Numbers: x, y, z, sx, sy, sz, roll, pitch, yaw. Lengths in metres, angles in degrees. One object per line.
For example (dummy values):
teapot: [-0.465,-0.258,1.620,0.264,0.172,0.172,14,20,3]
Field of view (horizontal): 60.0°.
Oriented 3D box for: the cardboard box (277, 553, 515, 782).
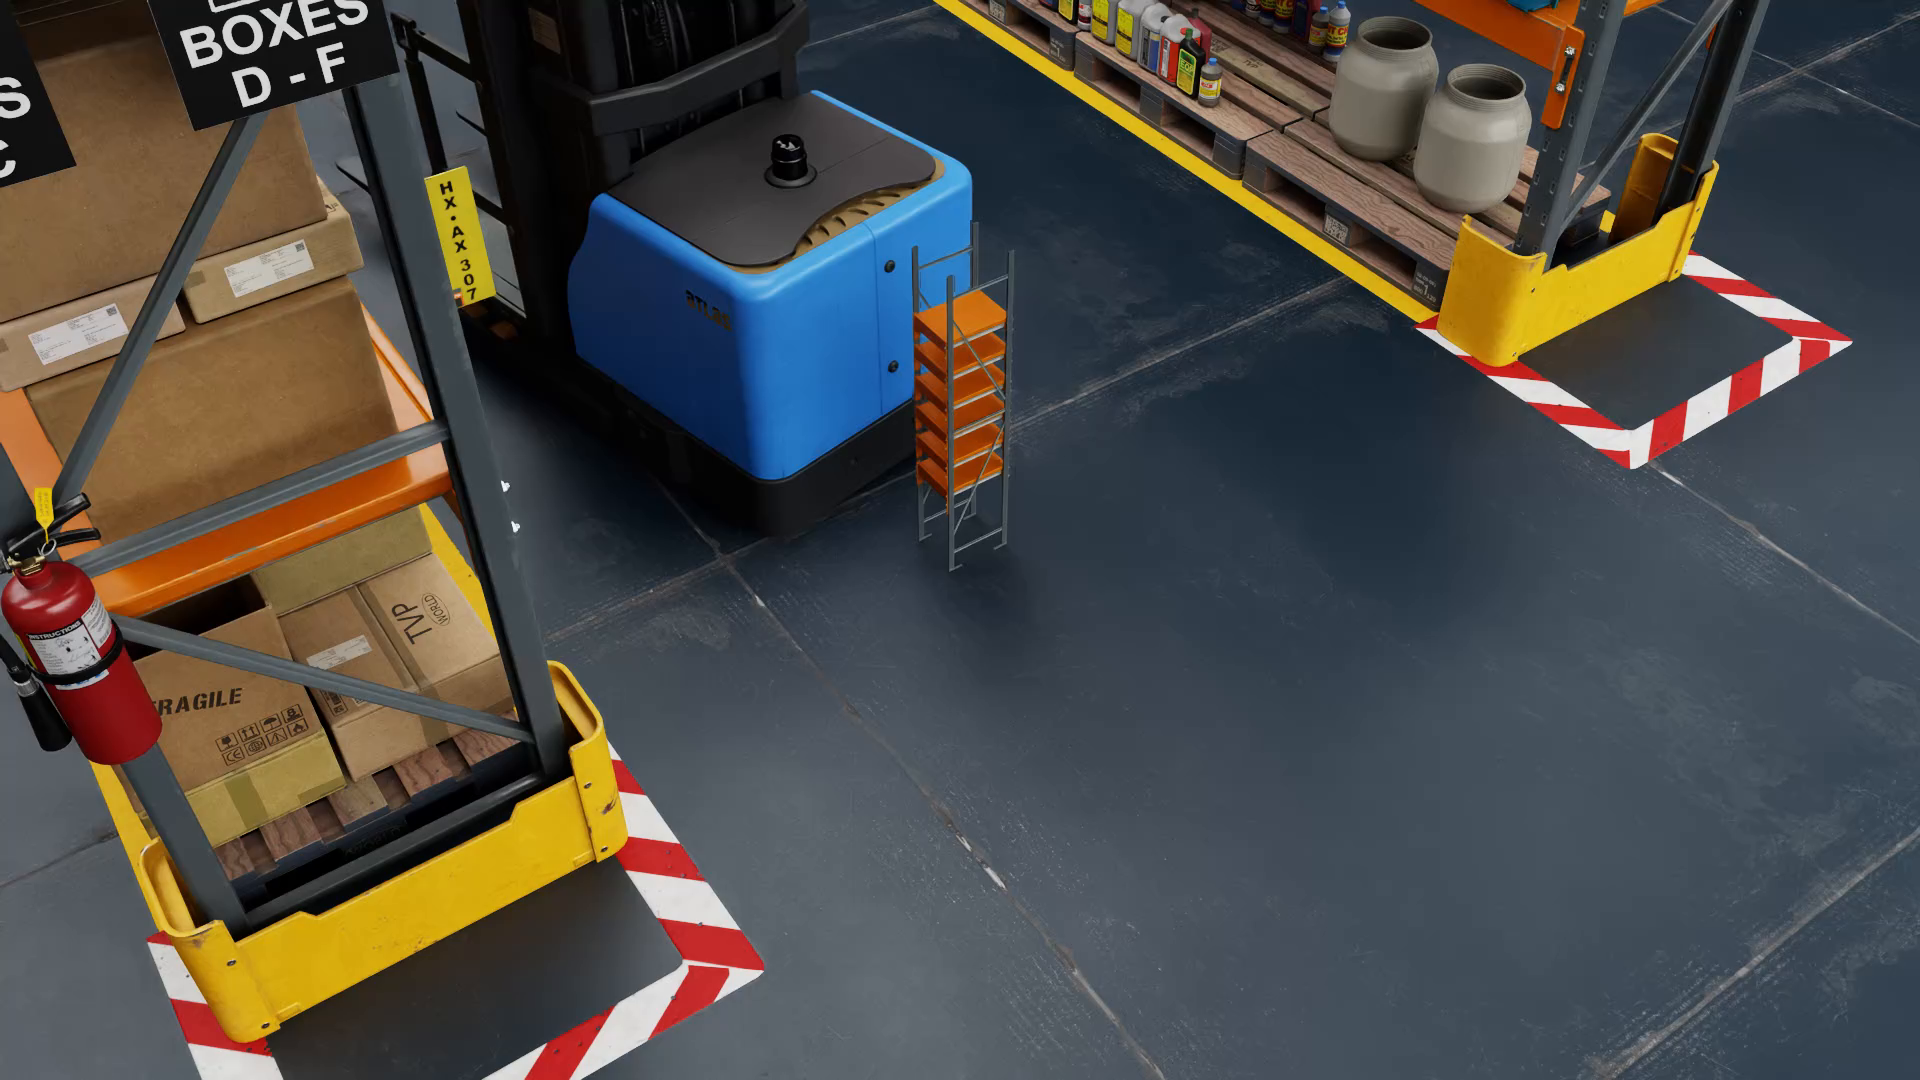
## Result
cardboard box: [-1.657,0.363,4.884,0.500,0.250,0.500,-26,49,-24]

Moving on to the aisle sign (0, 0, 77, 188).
aisle sign: [-1.736,-0.875,2.611,0.394,0.787,0.004,-26,49,-24]

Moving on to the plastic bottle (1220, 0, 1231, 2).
plastic bottle: [1.323,-2.763,8.179,0.097,0.201,0.097,0,44,0]

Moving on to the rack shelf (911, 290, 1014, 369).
rack shelf: [0.008,-0.654,5.109,0.258,0.103,0.180,-26,49,-24]

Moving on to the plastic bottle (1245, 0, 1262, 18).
plastic bottle: [1.441,-2.646,8.058,0.097,0.201,0.097,0,44,0]

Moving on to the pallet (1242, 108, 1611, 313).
pallet: [1.990,-1.520,7.190,1.003,0.211,1.213,-26,49,-24]

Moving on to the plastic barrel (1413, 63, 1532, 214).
plastic barrel: [2.093,-1.637,6.790,0.421,0.512,0.421,0,44,0]

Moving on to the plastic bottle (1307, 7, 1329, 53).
plastic bottle: [1.691,-2.398,7.797,0.097,0.201,0.097,0,44,0]

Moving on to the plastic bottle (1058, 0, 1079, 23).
plastic bottle: [0.534,-2.646,7.998,0.061,0.283,0.133,-24,48,-23]

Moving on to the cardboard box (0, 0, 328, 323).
cardboard box: [-1.820,-0.893,3.501,0.700,0.500,0.500,-26,49,-24]

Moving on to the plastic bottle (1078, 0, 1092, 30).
plastic bottle: [0.616,-2.557,7.964,0.097,0.201,0.097,0,44,0]

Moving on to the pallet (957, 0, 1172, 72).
pallet: [0.594,-2.902,8.637,1.003,0.211,1.213,-26,49,-24]

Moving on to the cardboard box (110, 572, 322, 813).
cardboard box: [-2.084,0.297,4.410,0.500,0.500,0.500,-26,49,-24]

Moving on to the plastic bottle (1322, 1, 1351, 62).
plastic bottle: [1.751,-2.365,7.712,0.097,0.271,0.097,0,44,0]

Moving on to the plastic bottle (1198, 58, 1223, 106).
plastic bottle: [1.122,-2.056,7.440,0.097,0.201,0.097,0,44,0]

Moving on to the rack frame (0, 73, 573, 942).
rack frame: [-1.533,-0.088,3.670,1.000,3.000,0.127,-26,49,-24]

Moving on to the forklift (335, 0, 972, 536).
forklift: [-1.358,-1.975,5.696,3.031,2.935,1.130,33,53,30]

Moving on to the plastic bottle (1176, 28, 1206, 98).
plastic bottle: [1.040,-2.145,7.473,0.061,0.283,0.133,-25,49,-24]

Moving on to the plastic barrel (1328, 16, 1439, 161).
plastic barrel: [1.806,-1.921,7.087,0.421,0.512,0.421,0,44,0]

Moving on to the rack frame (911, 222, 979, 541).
rack frame: [-0.044,-0.478,5.381,0.240,1.200,0.006,-26,49,-24]

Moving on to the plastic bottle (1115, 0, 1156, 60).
plastic bottle: [0.823,-2.435,7.728,0.144,0.351,0.185,-24,49,-23]

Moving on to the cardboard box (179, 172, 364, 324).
cardboard box: [-1.581,-0.666,3.733,0.380,0.149,0.250,-26,49,-25]

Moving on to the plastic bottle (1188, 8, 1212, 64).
plastic bottle: [1.087,-2.282,7.617,0.061,0.283,0.133,-26,49,-24]

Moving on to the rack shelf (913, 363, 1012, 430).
rack shelf: [0.008,-0.480,5.275,0.258,0.103,0.180,-26,49,-24]

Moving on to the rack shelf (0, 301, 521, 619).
rack shelf: [-2.677,-0.960,5.105,1.077,0.370,4.000,-26,49,-24]

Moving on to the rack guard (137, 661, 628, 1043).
rack guard: [-1.519,0.830,4.519,1.175,0.500,0.348,-26,49,-24]

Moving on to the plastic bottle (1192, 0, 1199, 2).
plastic bottle: [1.146,-2.806,8.166,0.061,0.283,0.133,-26,49,-24]

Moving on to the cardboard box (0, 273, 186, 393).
cardboard box: [-1.908,-0.500,3.559,0.380,0.149,0.250,-27,50,-25]

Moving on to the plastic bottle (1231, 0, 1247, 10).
plastic bottle: [1.381,-2.730,8.095,0.097,0.271,0.097,0,44,0]

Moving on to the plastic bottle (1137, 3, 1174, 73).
plastic bottle: [0.921,-2.315,7.657,0.152,0.276,0.135,-27,50,-25]

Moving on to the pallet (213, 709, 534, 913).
pallet: [-2.005,0.504,5.069,1.003,0.211,1.213,-26,49,-24]

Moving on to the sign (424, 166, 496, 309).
sign: [-1.074,-0.645,3.570,0.100,0.325,0.005,-26,49,-24]

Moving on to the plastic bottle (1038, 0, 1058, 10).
plastic bottle: [0.473,-2.781,8.090,0.144,0.351,0.185,-28,50,-26]

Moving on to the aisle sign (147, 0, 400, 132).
aisle sign: [-1.244,-1.112,2.860,0.394,0.787,0.004,-26,49,-24]

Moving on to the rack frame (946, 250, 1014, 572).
rack frame: [0.061,-0.374,5.273,0.240,1.200,0.006,-26,49,-24]

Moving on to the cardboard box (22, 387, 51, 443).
cardboard box: [-2.094,-0.689,4.227,0.700,0.500,0.500,-24,49,-23]

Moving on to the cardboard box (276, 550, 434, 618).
cardboard box: [-1.946,0.082,5.179,0.500,0.250,0.500,-26,49,-24]

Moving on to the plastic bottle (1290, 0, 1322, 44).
plastic bottle: [1.636,-2.504,7.850,0.061,0.283,0.133,-25,49,-24]

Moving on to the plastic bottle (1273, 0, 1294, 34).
plastic bottle: [1.555,-2.559,7.915,0.097,0.271,0.097,0,44,0]

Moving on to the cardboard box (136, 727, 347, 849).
cardboard box: [-2.082,0.568,4.670,0.500,0.250,0.500,-26,49,-24]

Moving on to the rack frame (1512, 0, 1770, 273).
rack frame: [2.532,-2.042,5.717,1.000,3.000,0.127,-26,49,-24]

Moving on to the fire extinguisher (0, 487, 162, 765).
fire extinguisher: [-1.846,0.191,3.434,0.296,0.674,0.183,-26,49,-24]

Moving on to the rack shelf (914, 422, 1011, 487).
rack shelf: [0.008,-0.307,5.441,0.258,0.103,0.180,-26,49,-24]

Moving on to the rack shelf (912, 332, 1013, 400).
rack shelf: [0.008,-0.567,5.192,0.258,0.103,0.180,-26,49,-24]

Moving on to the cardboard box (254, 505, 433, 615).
cardboard box: [-1.945,-0.190,4.921,0.500,0.500,0.500,-26,49,-24]

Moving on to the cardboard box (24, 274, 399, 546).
cardboard box: [-1.789,-0.393,3.917,0.700,0.500,0.500,-26,49,-24]

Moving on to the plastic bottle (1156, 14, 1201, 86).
plastic bottle: [1.000,-2.237,7.575,0.152,0.276,0.135,-25,49,-24]

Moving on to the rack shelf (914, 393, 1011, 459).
rack shelf: [0.008,-0.394,5.358,0.258,0.103,0.180,-26,49,-24]

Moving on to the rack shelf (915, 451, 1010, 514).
rack shelf: [0.008,-0.220,5.524,0.258,0.103,0.180,-26,49,-24]

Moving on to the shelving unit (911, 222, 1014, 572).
shelving unit: [0.008,-0.426,5.327,0.258,1.200,0.189,-26,49,-24]

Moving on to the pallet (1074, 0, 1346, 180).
pallet: [1.296,-2.211,7.913,1.003,0.211,1.213,-26,49,-24]

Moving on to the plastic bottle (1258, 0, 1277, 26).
plastic bottle: [1.497,-2.615,7.975,0.097,0.271,0.097,0,44,0]

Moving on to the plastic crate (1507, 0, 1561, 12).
plastic crate: [2.000,-2.154,5.942,0.499,0.251,0.616,-26,49,-24]

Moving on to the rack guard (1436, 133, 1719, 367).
rack guard: [2.450,-1.163,6.606,1.175,0.500,0.348,-26,49,-24]

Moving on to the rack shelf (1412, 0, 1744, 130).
rack shelf: [1.388,-2.915,7.152,1.077,0.370,4.000,-26,49,-24]

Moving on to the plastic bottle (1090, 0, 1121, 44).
plastic bottle: [0.716,-2.540,7.838,0.144,0.351,0.185,-26,49,-25]
